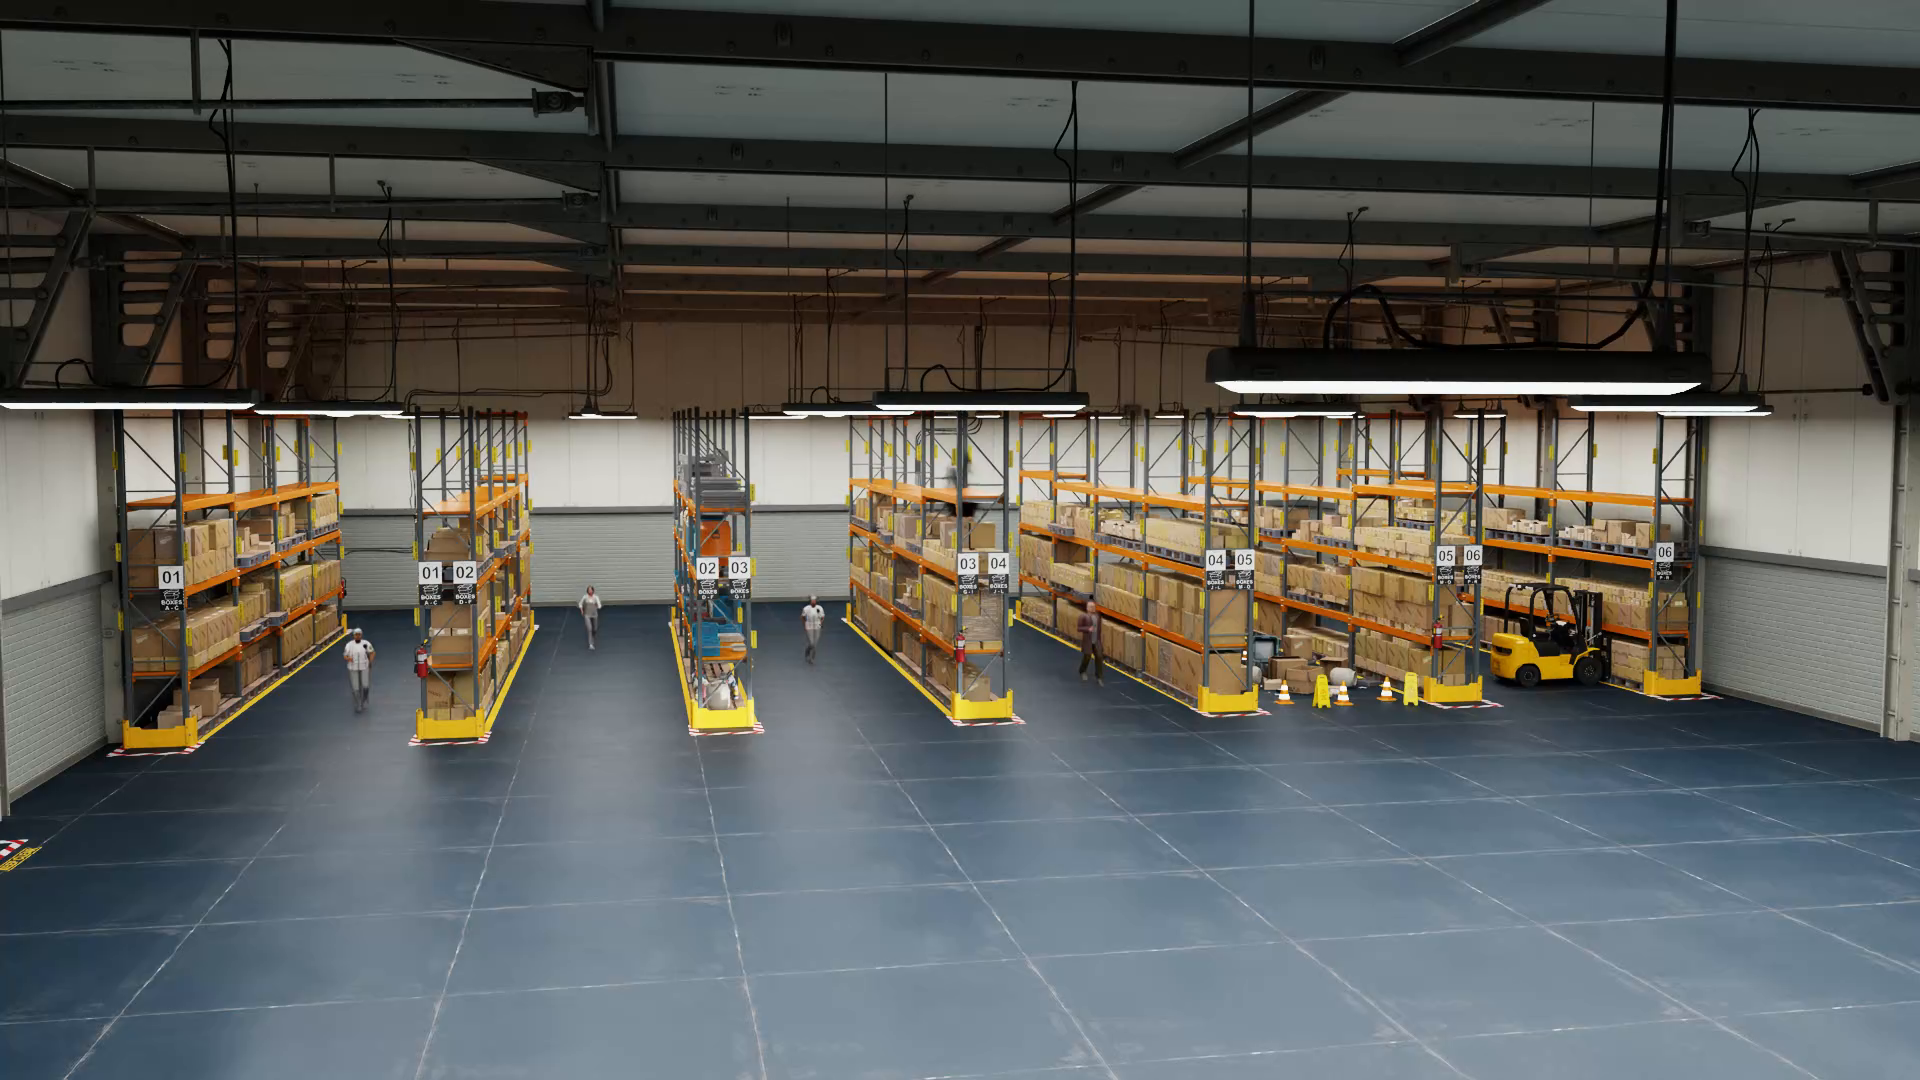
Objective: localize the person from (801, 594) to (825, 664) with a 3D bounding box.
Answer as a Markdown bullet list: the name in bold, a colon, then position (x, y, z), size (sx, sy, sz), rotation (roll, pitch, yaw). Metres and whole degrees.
- **person**: position (-3.437, 2.104, 39.171), size (0.561, 1.668, 0.564), rotation (-1, 4, -15)

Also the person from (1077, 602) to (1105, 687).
- **person**: position (2.841, 2.250, 36.240), size (0.697, 1.831, 0.966), rotation (-2, 4, -21)

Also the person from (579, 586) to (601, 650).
- **person**: position (-9.333, 1.941, 42.006), size (0.546, 1.572, 0.841), rotation (-2, 4, -21)

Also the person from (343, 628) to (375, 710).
- **person**: position (-11.859, 2.567, 32.839), size (0.591, 1.638, 0.576), rotation (-1, 4, -20)
